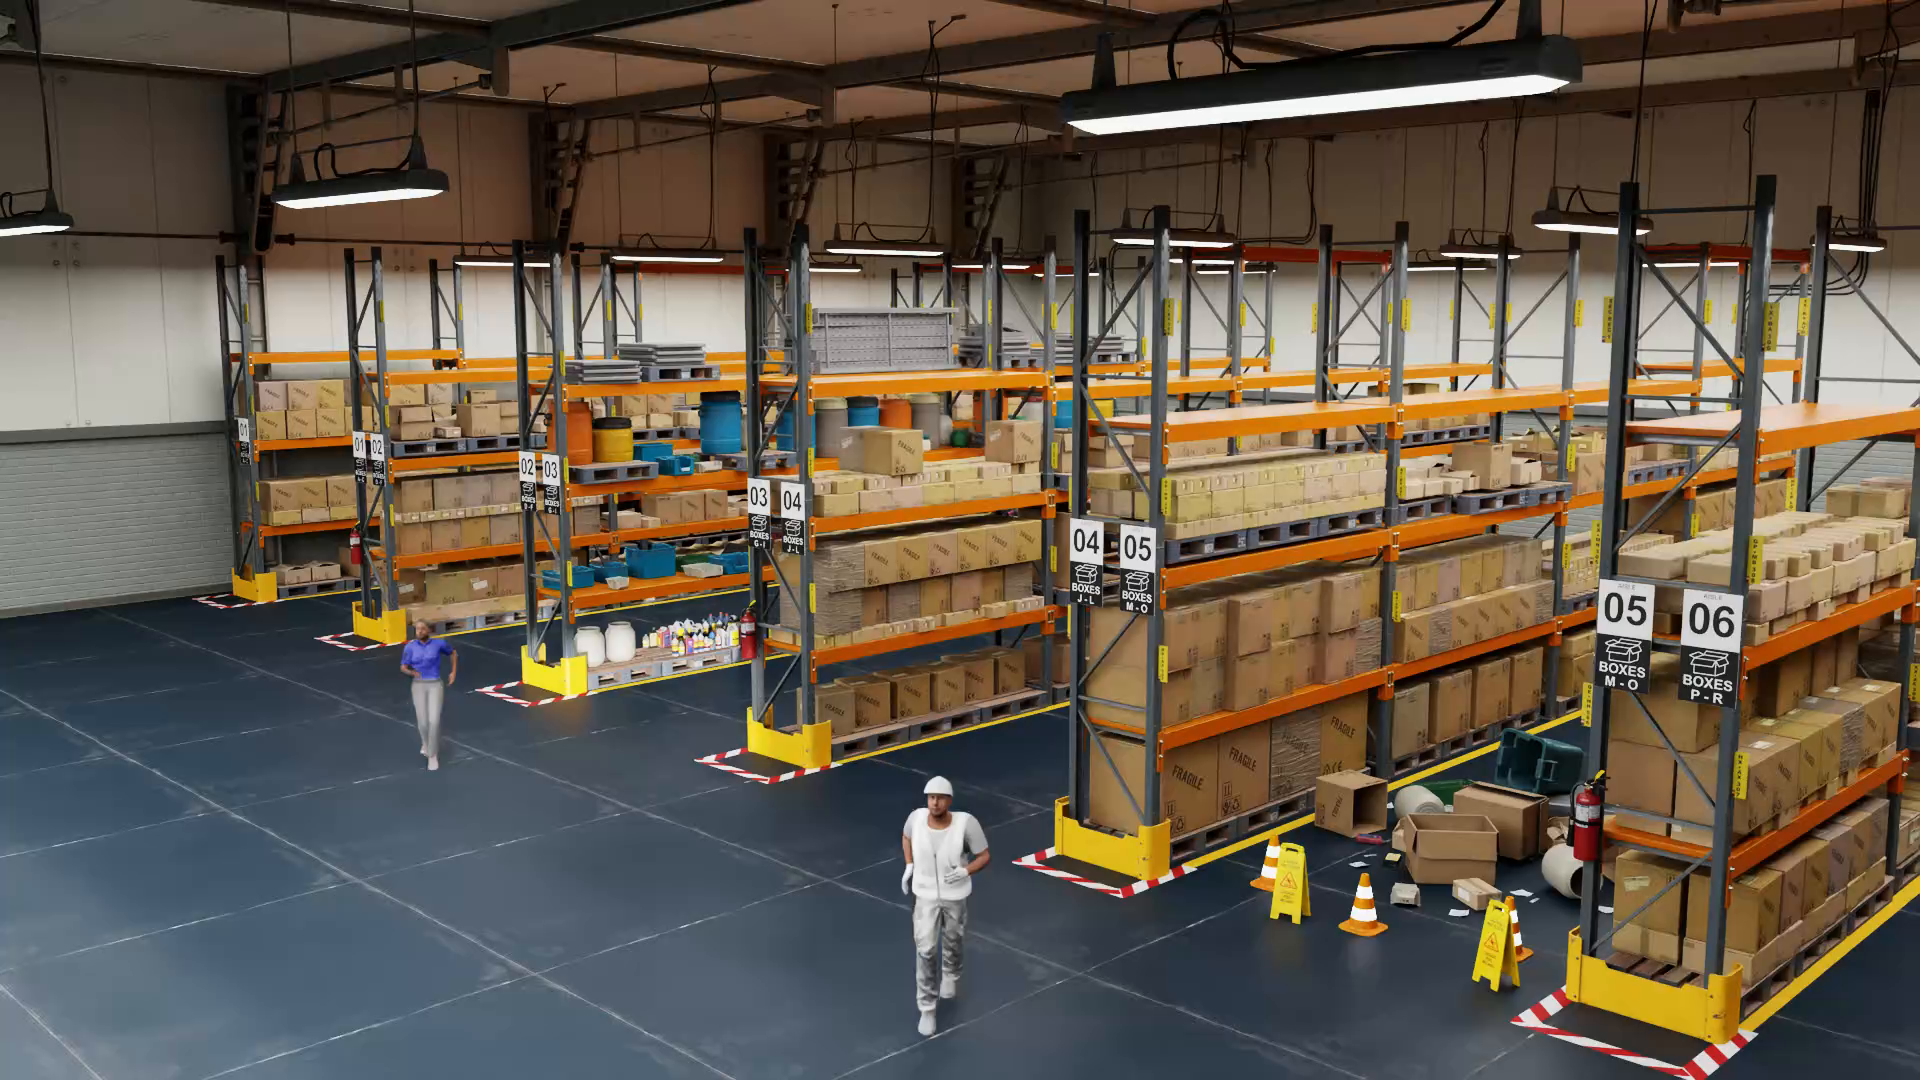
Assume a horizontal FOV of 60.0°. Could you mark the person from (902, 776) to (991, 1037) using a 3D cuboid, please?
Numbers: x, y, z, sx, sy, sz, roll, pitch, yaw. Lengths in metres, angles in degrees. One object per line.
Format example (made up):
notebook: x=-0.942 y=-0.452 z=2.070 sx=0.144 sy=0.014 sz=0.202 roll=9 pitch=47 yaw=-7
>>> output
person: x=-0.106 y=2.592 z=12.062 sx=0.666 sy=1.844 sz=0.781 roll=1 pitch=8 yaw=5

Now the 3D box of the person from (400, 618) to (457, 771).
person: x=-5.998 y=1.765 z=18.792 sx=0.582 sy=1.603 sz=0.779 roll=-1 pitch=8 yaw=-8
